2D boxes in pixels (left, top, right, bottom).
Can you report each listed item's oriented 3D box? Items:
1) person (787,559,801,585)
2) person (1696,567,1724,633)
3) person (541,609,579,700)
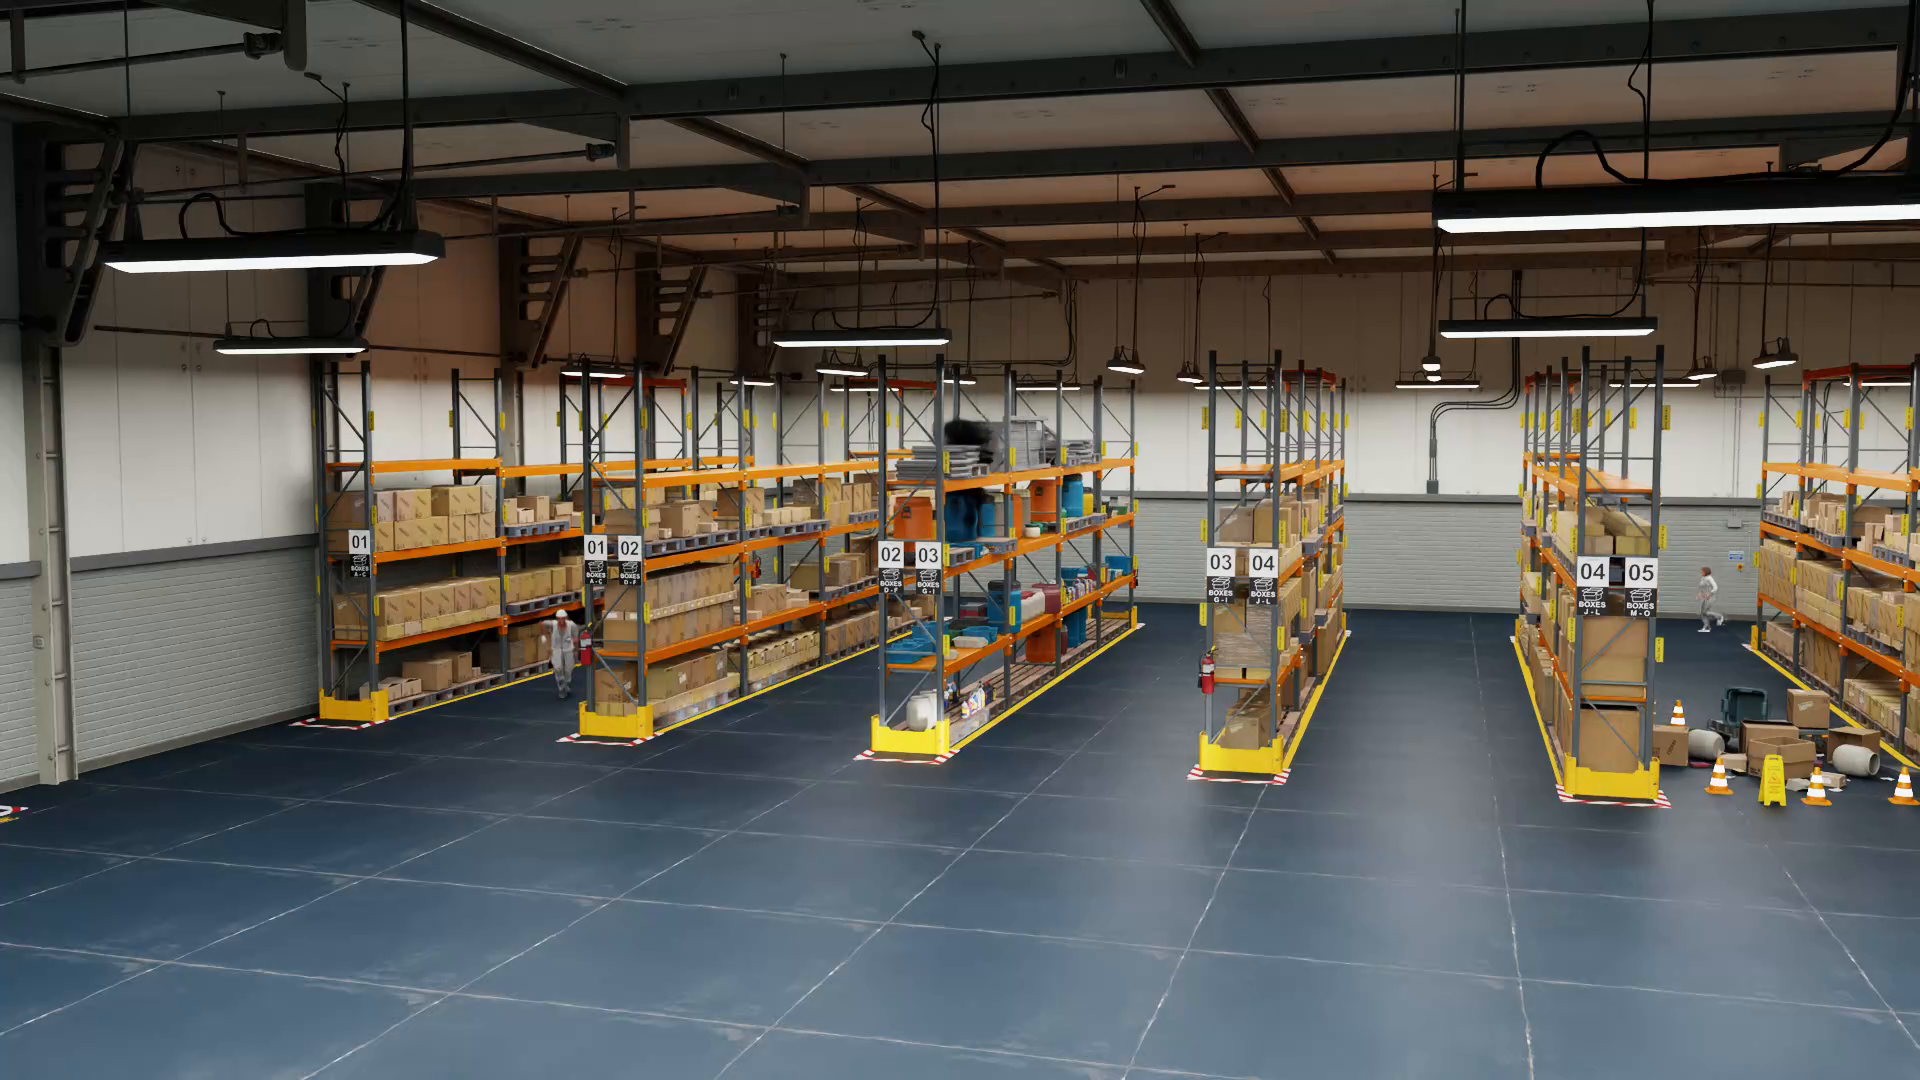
[{"bbox_3d":[-3.921,1.265,40.811,0.554,1.636,0.920,1,4,12],"label":"person"},{"bbox_3d":[17.766,1.413,39.356,0.621,1.569,0.543,0,4,3],"label":"person"},{"bbox_3d":[-7.193,2.048,29.986,0.713,1.671,0.977,-1,4,-9],"label":"person"}]
